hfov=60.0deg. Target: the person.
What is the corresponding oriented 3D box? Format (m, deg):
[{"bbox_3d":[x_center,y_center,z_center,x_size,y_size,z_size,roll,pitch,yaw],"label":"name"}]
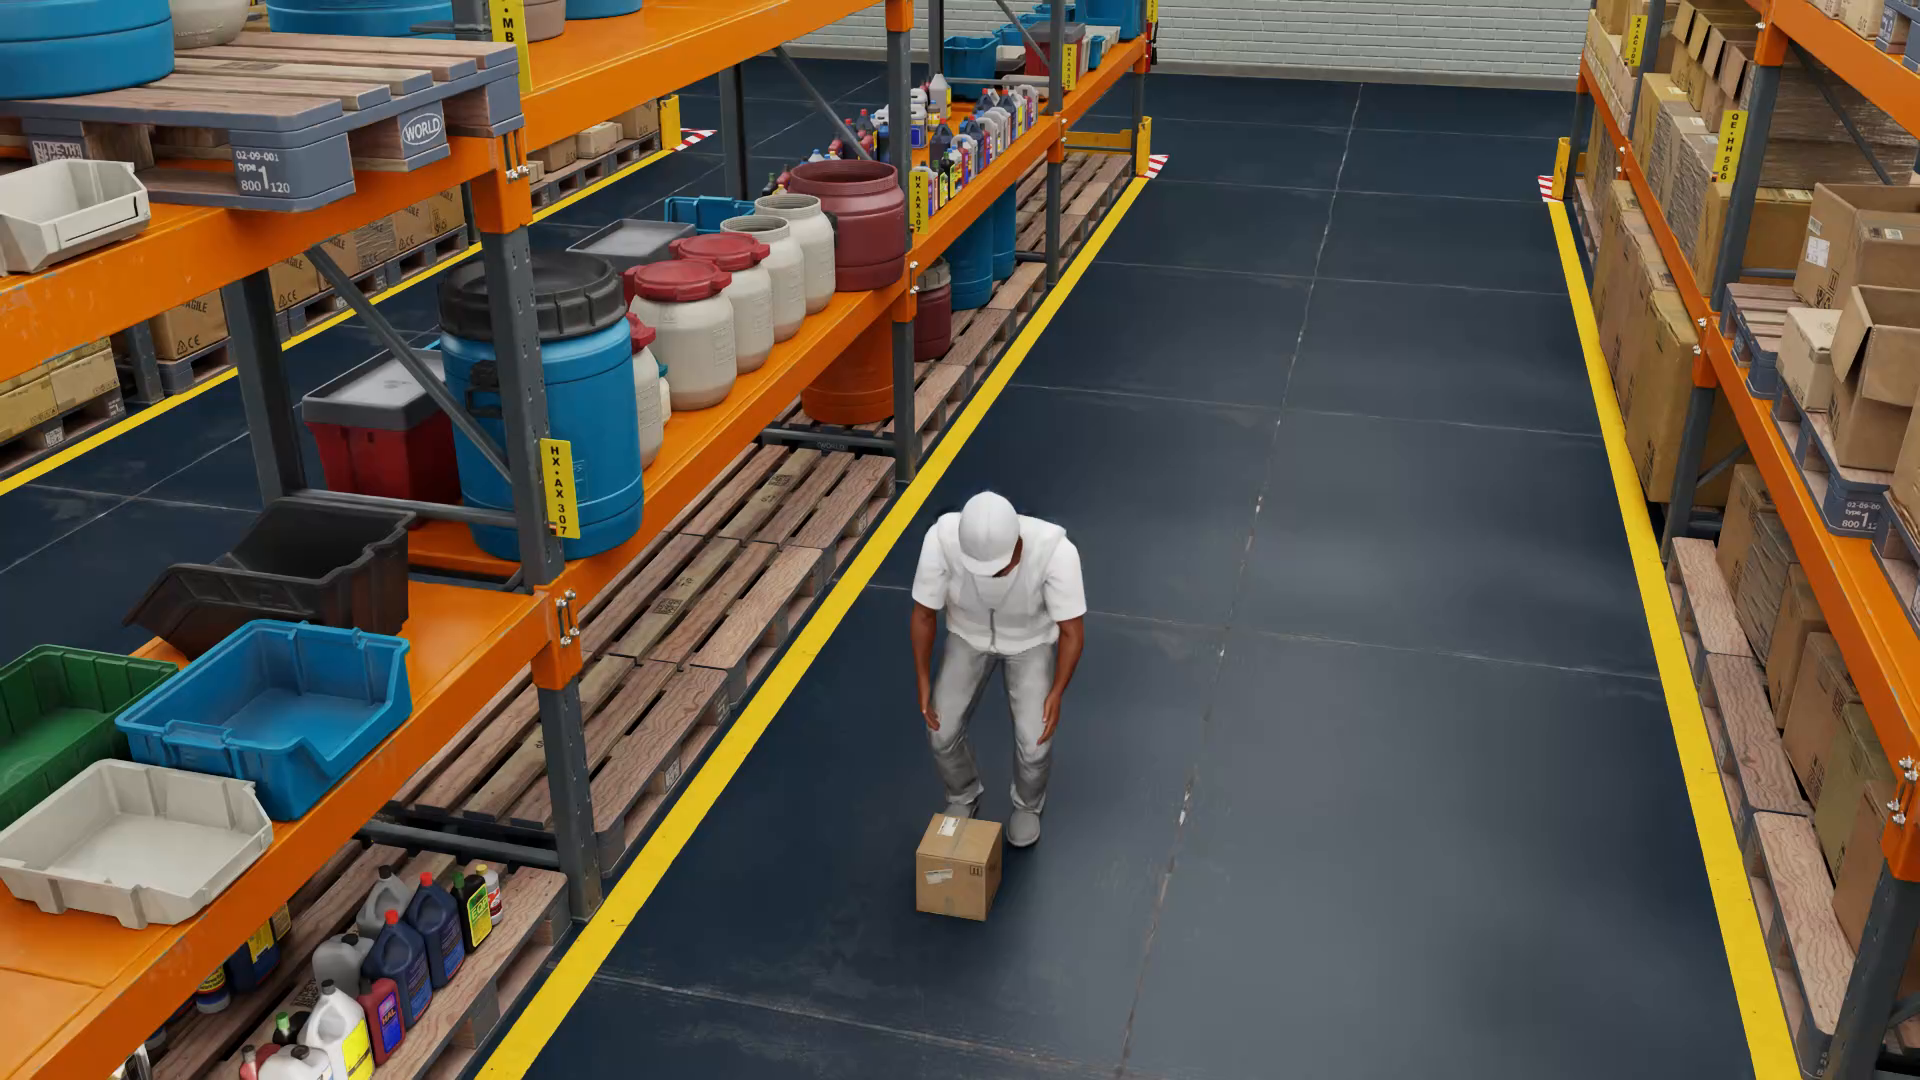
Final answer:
[{"bbox_3d":[0.149,0.428,5.996,0.628,1.490,0.708,6,26,13],"label":"person"}]
